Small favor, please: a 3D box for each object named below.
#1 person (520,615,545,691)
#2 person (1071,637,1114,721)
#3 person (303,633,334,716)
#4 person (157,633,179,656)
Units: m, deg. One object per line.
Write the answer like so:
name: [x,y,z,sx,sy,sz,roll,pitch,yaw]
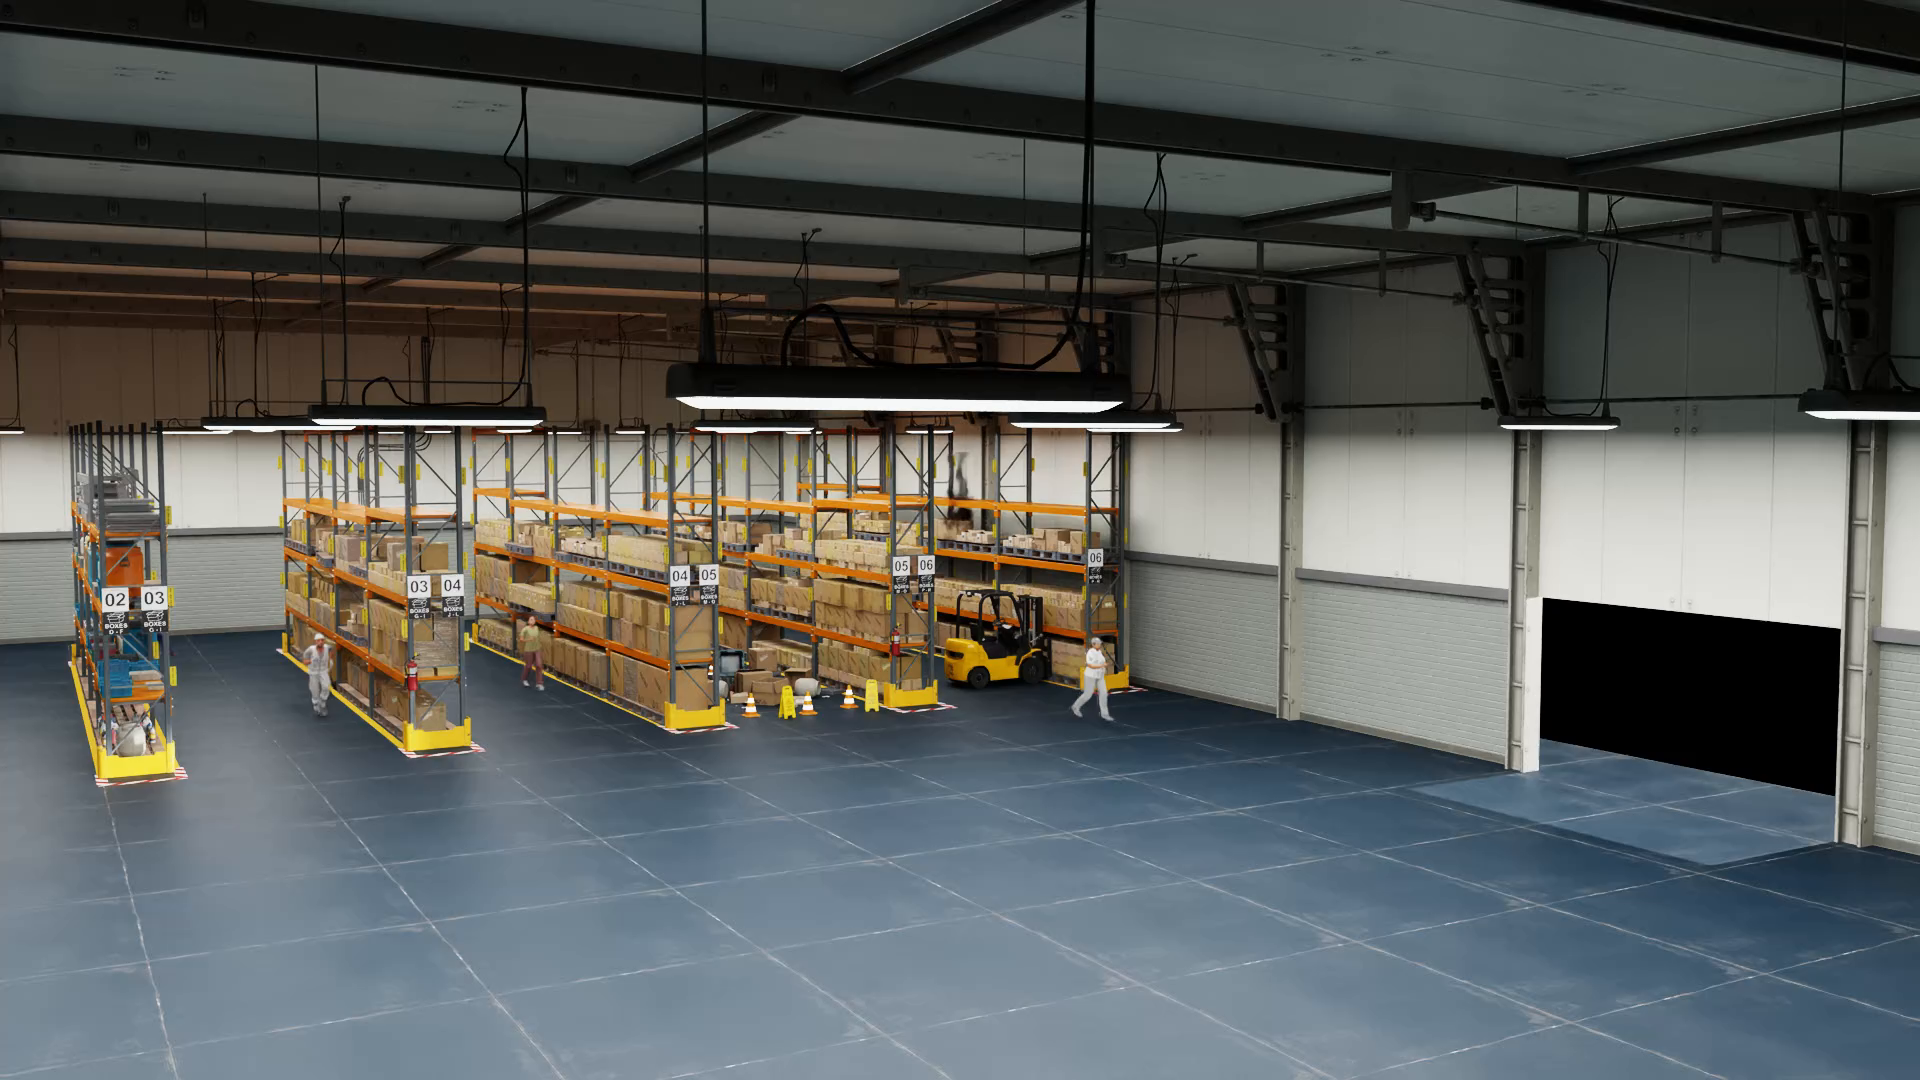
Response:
person: [-9.714,2.535,37.707,0.569,1.688,0.904,-3,5,-39]
person: [2.689,2.793,33.582,0.933,1.669,0.598,3,4,37]
person: [-13.062,2.740,33.902,0.639,1.713,0.904,-2,4,-27]
person: [-20.954,2.260,43.377,0.935,1.577,0.693,1,4,15]
